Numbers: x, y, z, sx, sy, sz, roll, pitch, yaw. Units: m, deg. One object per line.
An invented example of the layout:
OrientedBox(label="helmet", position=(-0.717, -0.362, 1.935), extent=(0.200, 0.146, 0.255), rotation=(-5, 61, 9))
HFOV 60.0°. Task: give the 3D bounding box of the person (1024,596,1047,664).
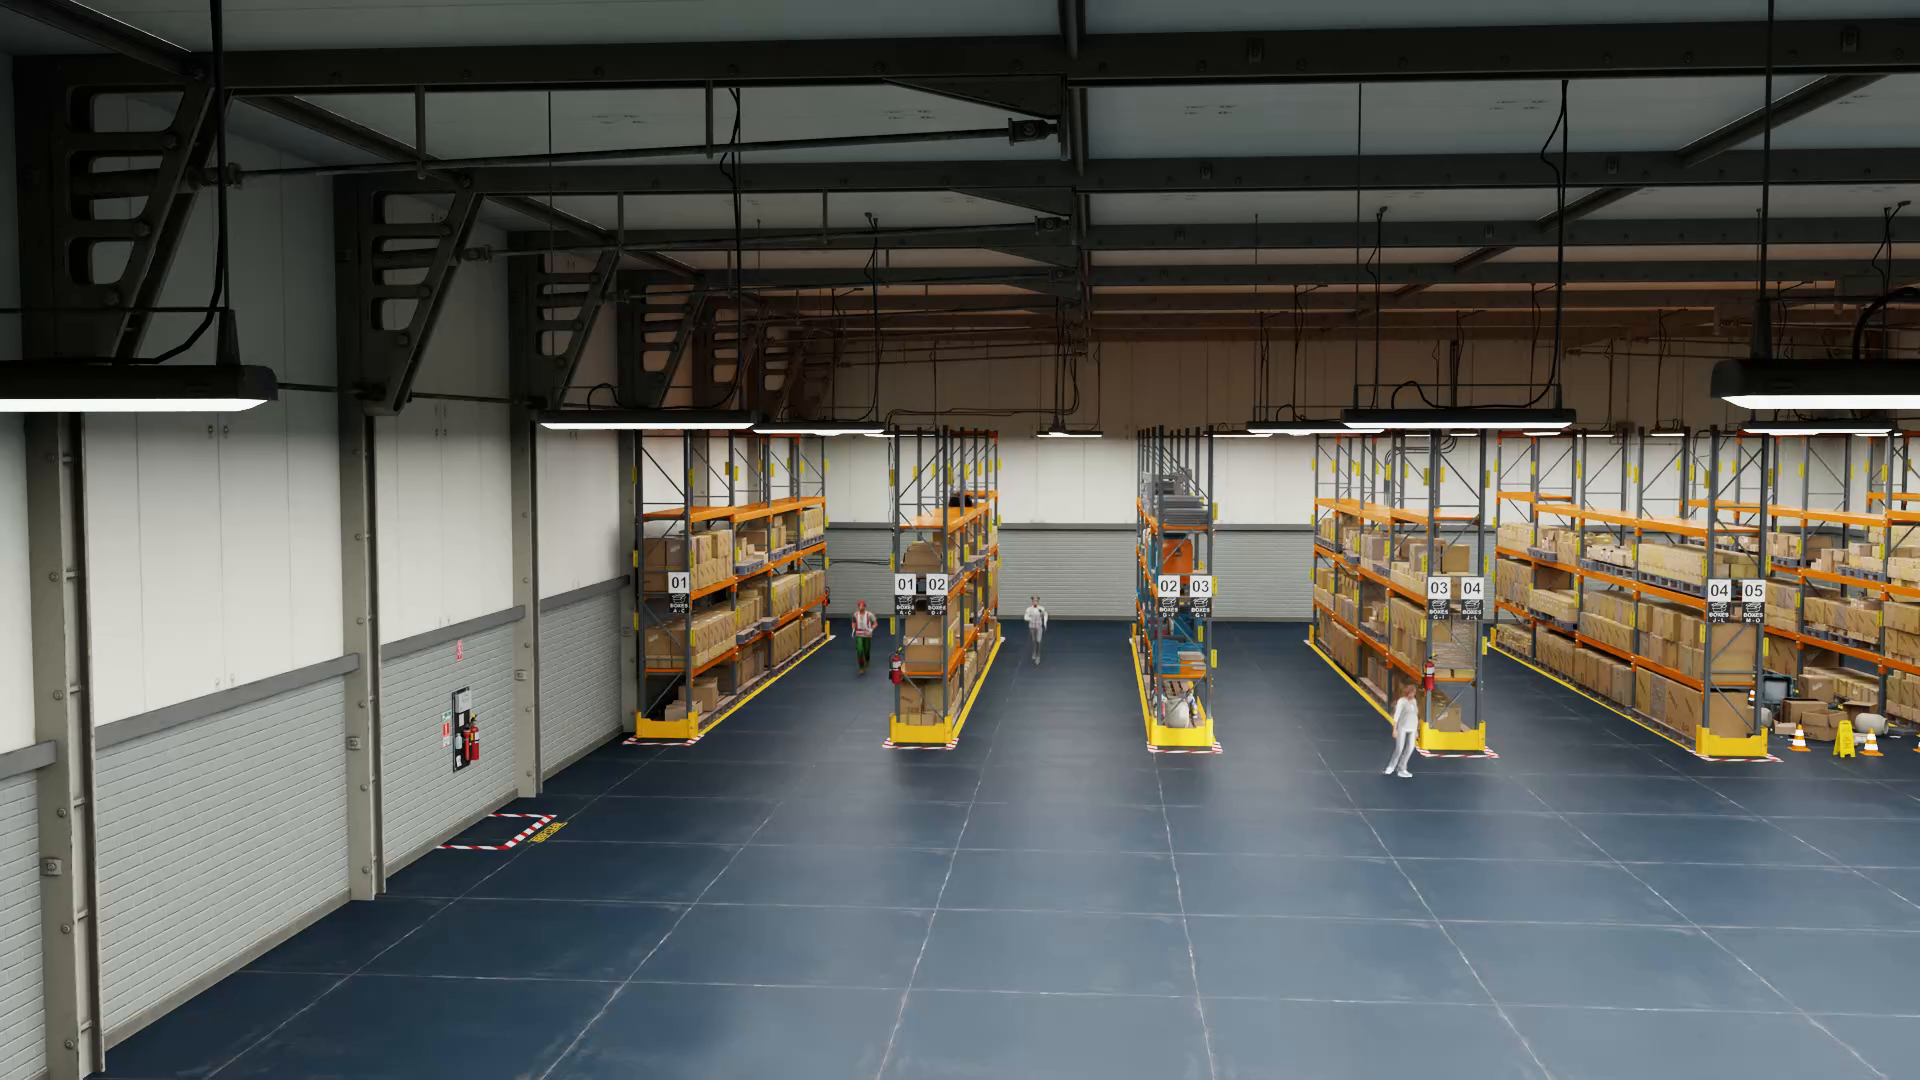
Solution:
OrientedBox(label="person", position=(1.947, 2.296, 42.851), extent=(0.588, 1.742, 0.844), rotation=(0, 3, 4))

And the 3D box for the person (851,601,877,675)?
OrientedBox(label="person", position=(-2.354, 2.377, 40.894), extent=(0.659, 1.799, 0.833), rotation=(0, 3, 8))

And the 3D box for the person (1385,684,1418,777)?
OrientedBox(label="person", position=(7.501, 3.242, 28.225), extent=(0.540, 1.566, 0.432), rotation=(-2, 4, -26))

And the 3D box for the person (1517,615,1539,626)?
OrientedBox(label="person", position=(16.150, 2.021, 47.185), extent=(0.856, 1.782, 0.649), rotation=(0, 3, -1))
